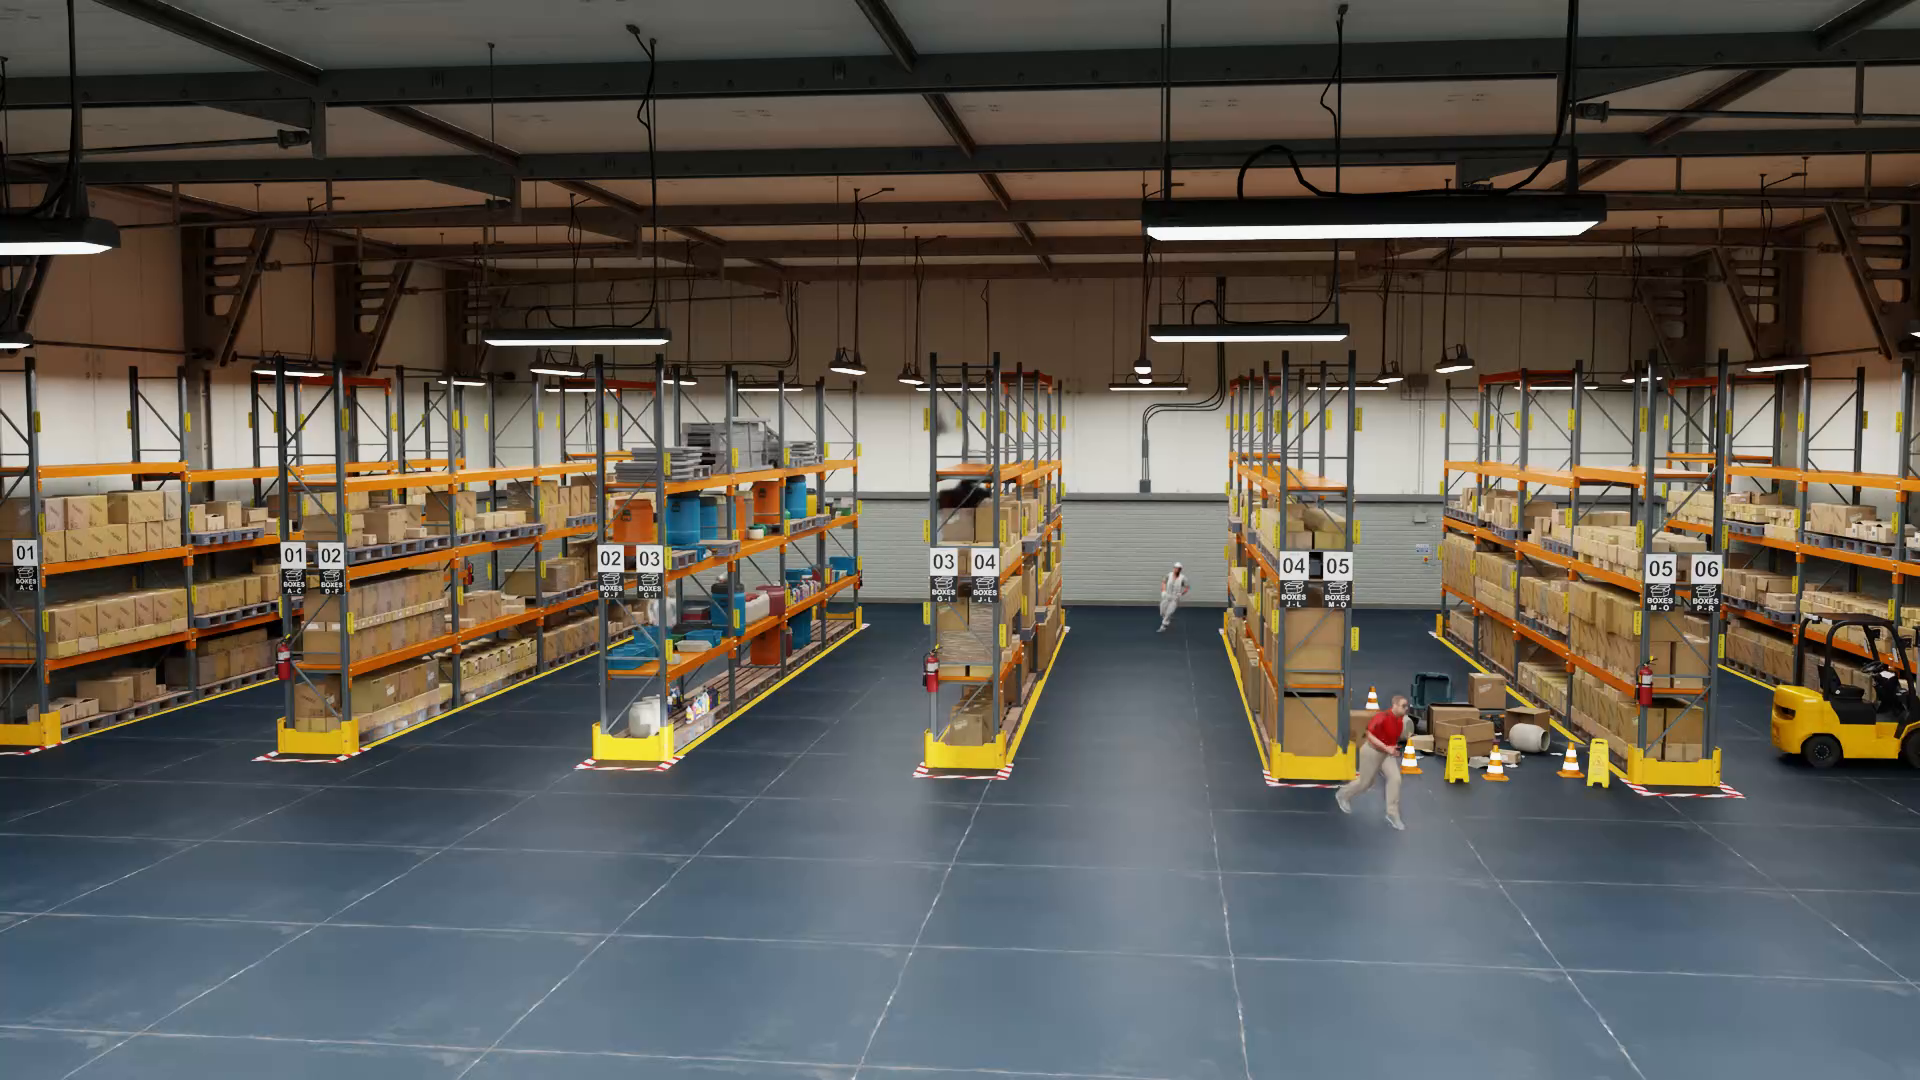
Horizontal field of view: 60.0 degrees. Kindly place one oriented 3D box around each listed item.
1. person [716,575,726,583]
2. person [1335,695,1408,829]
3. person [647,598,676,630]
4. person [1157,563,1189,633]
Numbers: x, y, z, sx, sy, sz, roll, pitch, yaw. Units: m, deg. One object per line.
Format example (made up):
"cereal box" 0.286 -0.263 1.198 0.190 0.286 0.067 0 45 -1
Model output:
"person" -5.229 1.607 36.551 0.581 1.646 0.629 1 4 8
"person" 5.168 2.734 20.837 0.703 1.694 1.019 -4 6 -44
"person" -5.933 1.785 33.496 0.687 1.731 0.923 1 4 9
"person" 5.094 1.364 39.519 0.722 1.687 0.633 2 4 25
